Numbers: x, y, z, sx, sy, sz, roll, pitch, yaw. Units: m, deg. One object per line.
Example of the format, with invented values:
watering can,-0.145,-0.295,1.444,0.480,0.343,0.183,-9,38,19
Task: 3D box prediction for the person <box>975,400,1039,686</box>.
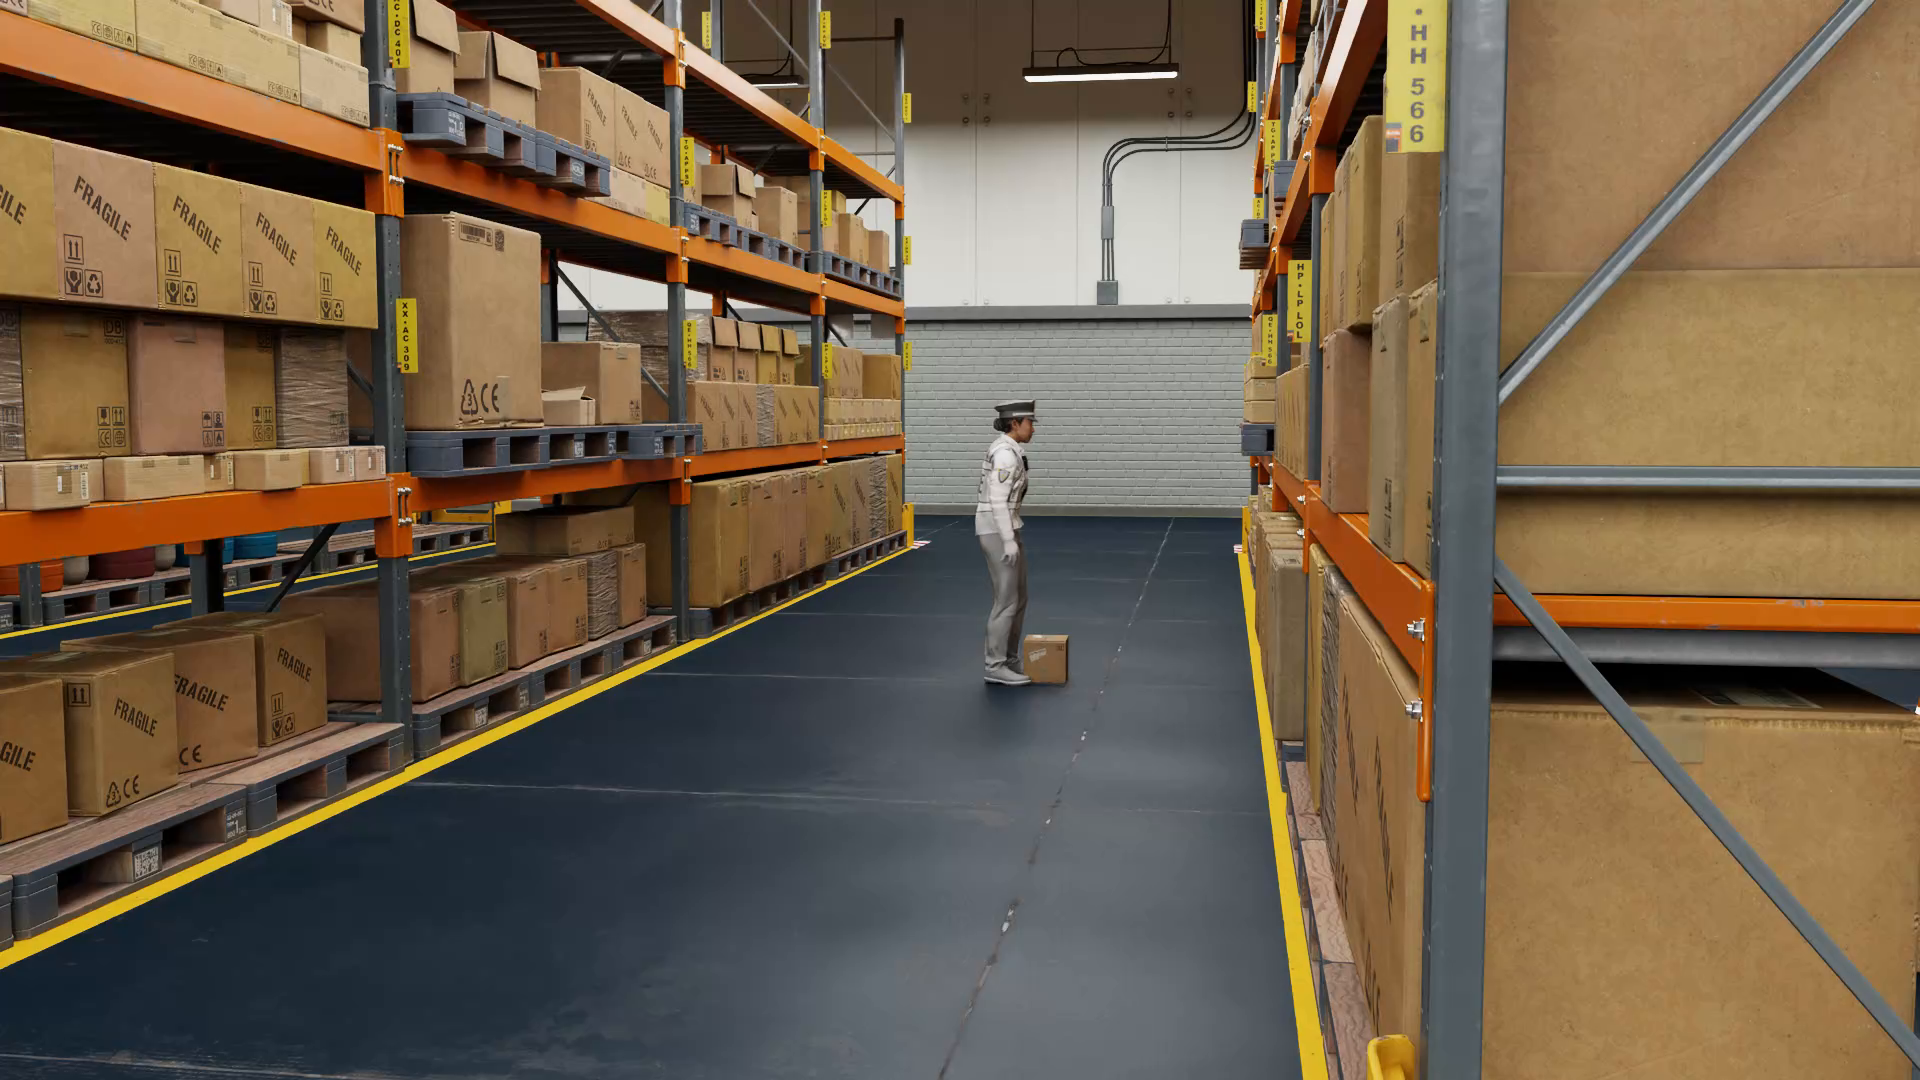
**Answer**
person,0.295,0.000,9.875,0.405,1.663,0.540,1,5,7
